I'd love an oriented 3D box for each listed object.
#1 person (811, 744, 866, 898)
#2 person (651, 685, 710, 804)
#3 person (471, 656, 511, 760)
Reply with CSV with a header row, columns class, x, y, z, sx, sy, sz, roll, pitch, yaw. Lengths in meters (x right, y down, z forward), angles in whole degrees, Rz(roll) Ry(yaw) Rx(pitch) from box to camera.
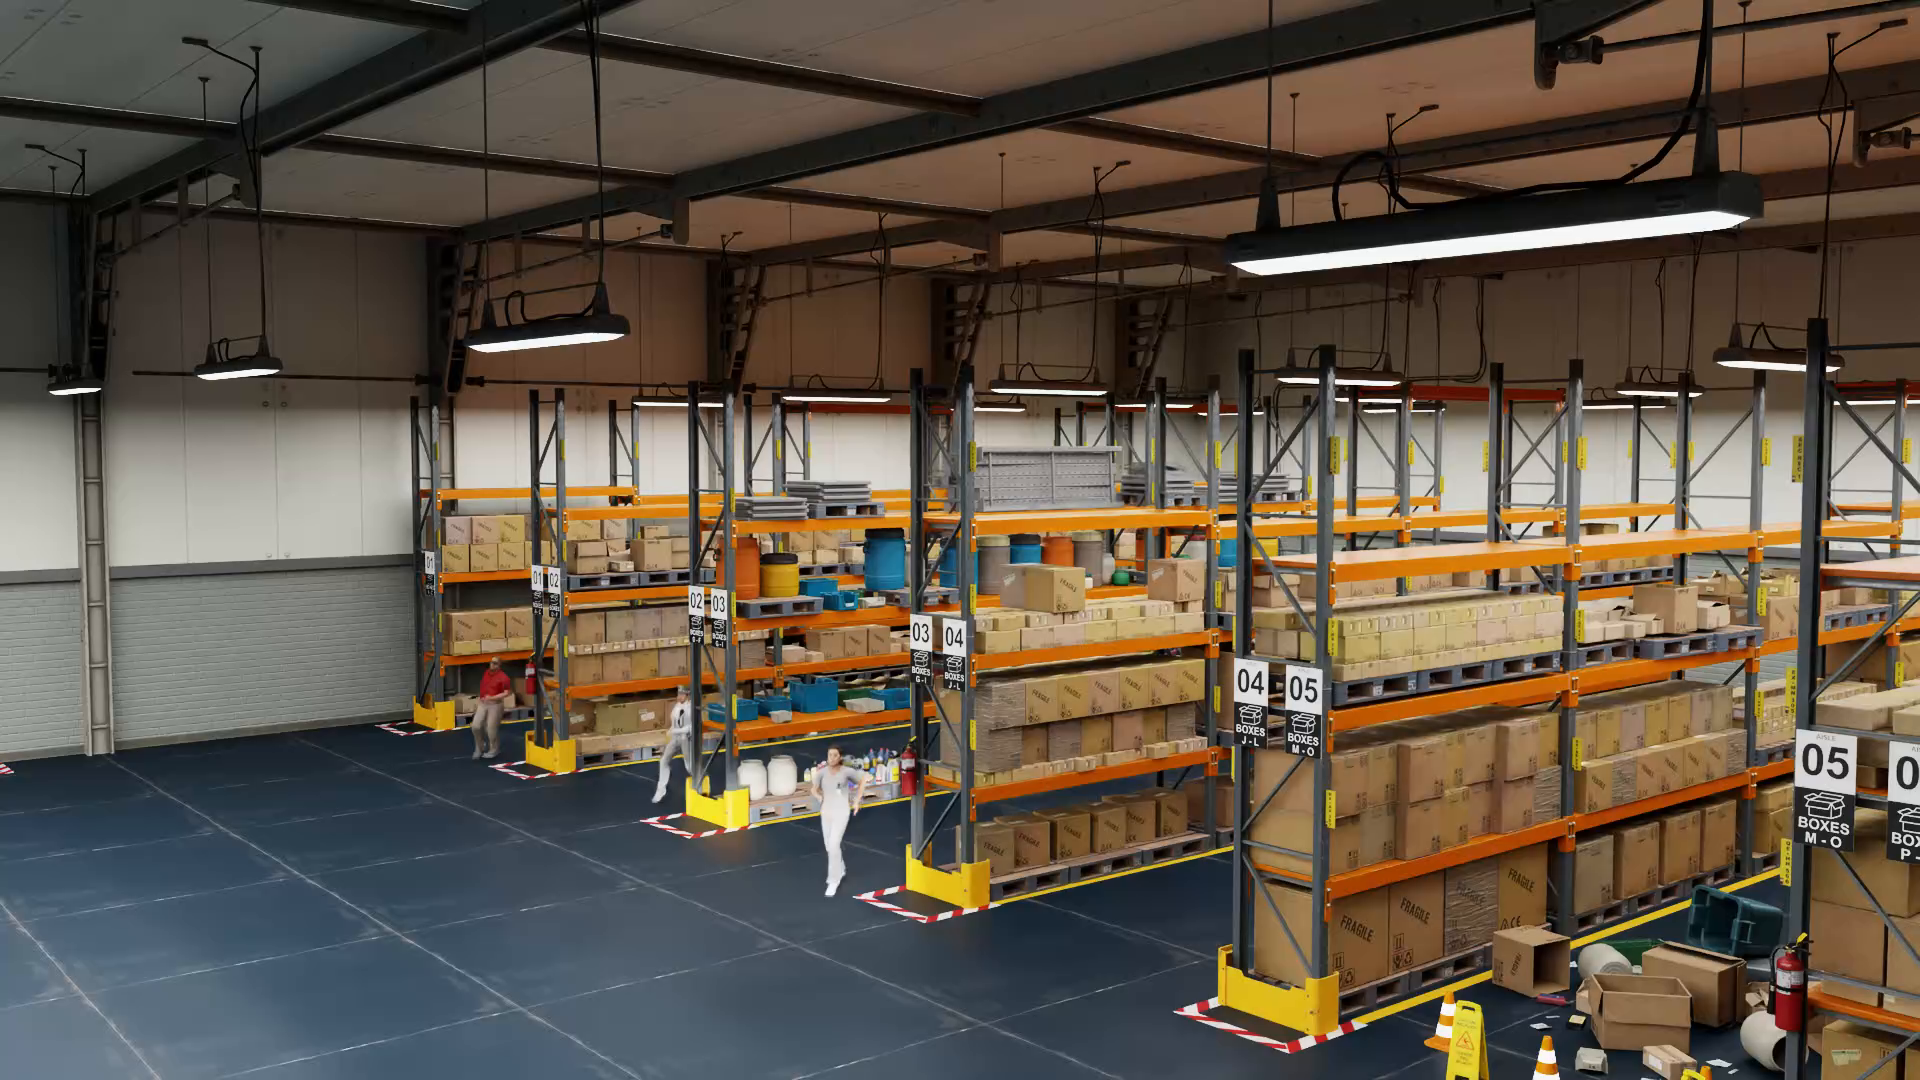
class,x,y,z,sx,sy,sz,roll,pitch,yaw
person,-1.427,3.199,19.126,0.567,1.716,0.722,1,4,21
person,-3.979,2.919,23.912,0.614,1.718,0.847,3,5,44
person,-7.623,2.739,27.047,0.678,1.716,0.643,1,4,17
